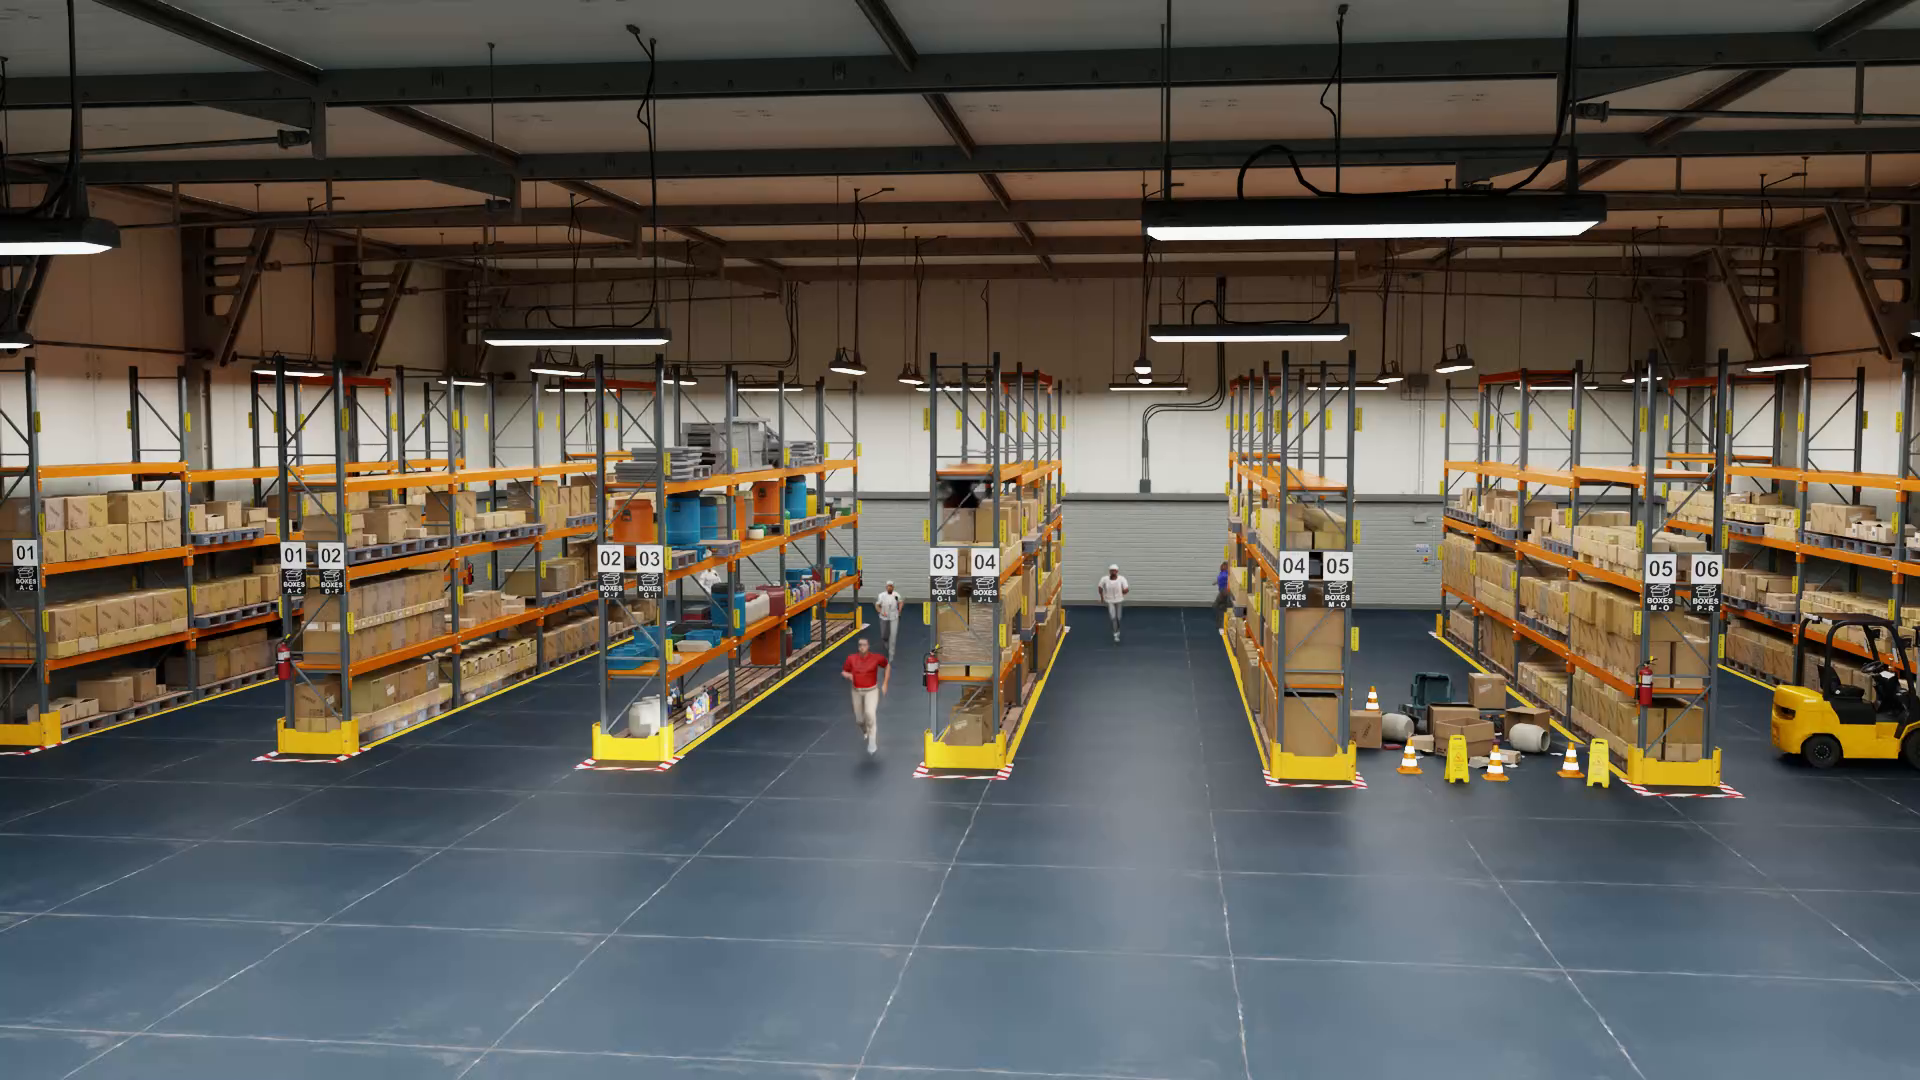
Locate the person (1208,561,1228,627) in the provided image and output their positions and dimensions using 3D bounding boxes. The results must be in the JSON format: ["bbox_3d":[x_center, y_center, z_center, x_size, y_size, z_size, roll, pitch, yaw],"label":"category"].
[{"bbox_3d":[6.430,1.341,40.643,0.738,1.671,0.641,1,4,12],"label":"person"}]

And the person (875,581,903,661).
[{"bbox_3d":[-1.508,1.700,35.395,0.578,1.670,1.063,0,4,2],"label":"person"}]

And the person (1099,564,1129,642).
[{"bbox_3d":[3.548,1.440,38.306,0.694,1.787,0.857,0,4,0],"label":"person"}]

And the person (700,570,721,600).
[{"bbox_3d":[-6.101,1.292,41.005,0.638,1.623,0.516,-3,5,-32],"label":"person"}]

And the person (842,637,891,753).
[{"bbox_3d":[-1.402,2.268,24.641,0.684,1.669,0.837,1,4,10],"label":"person"}]
